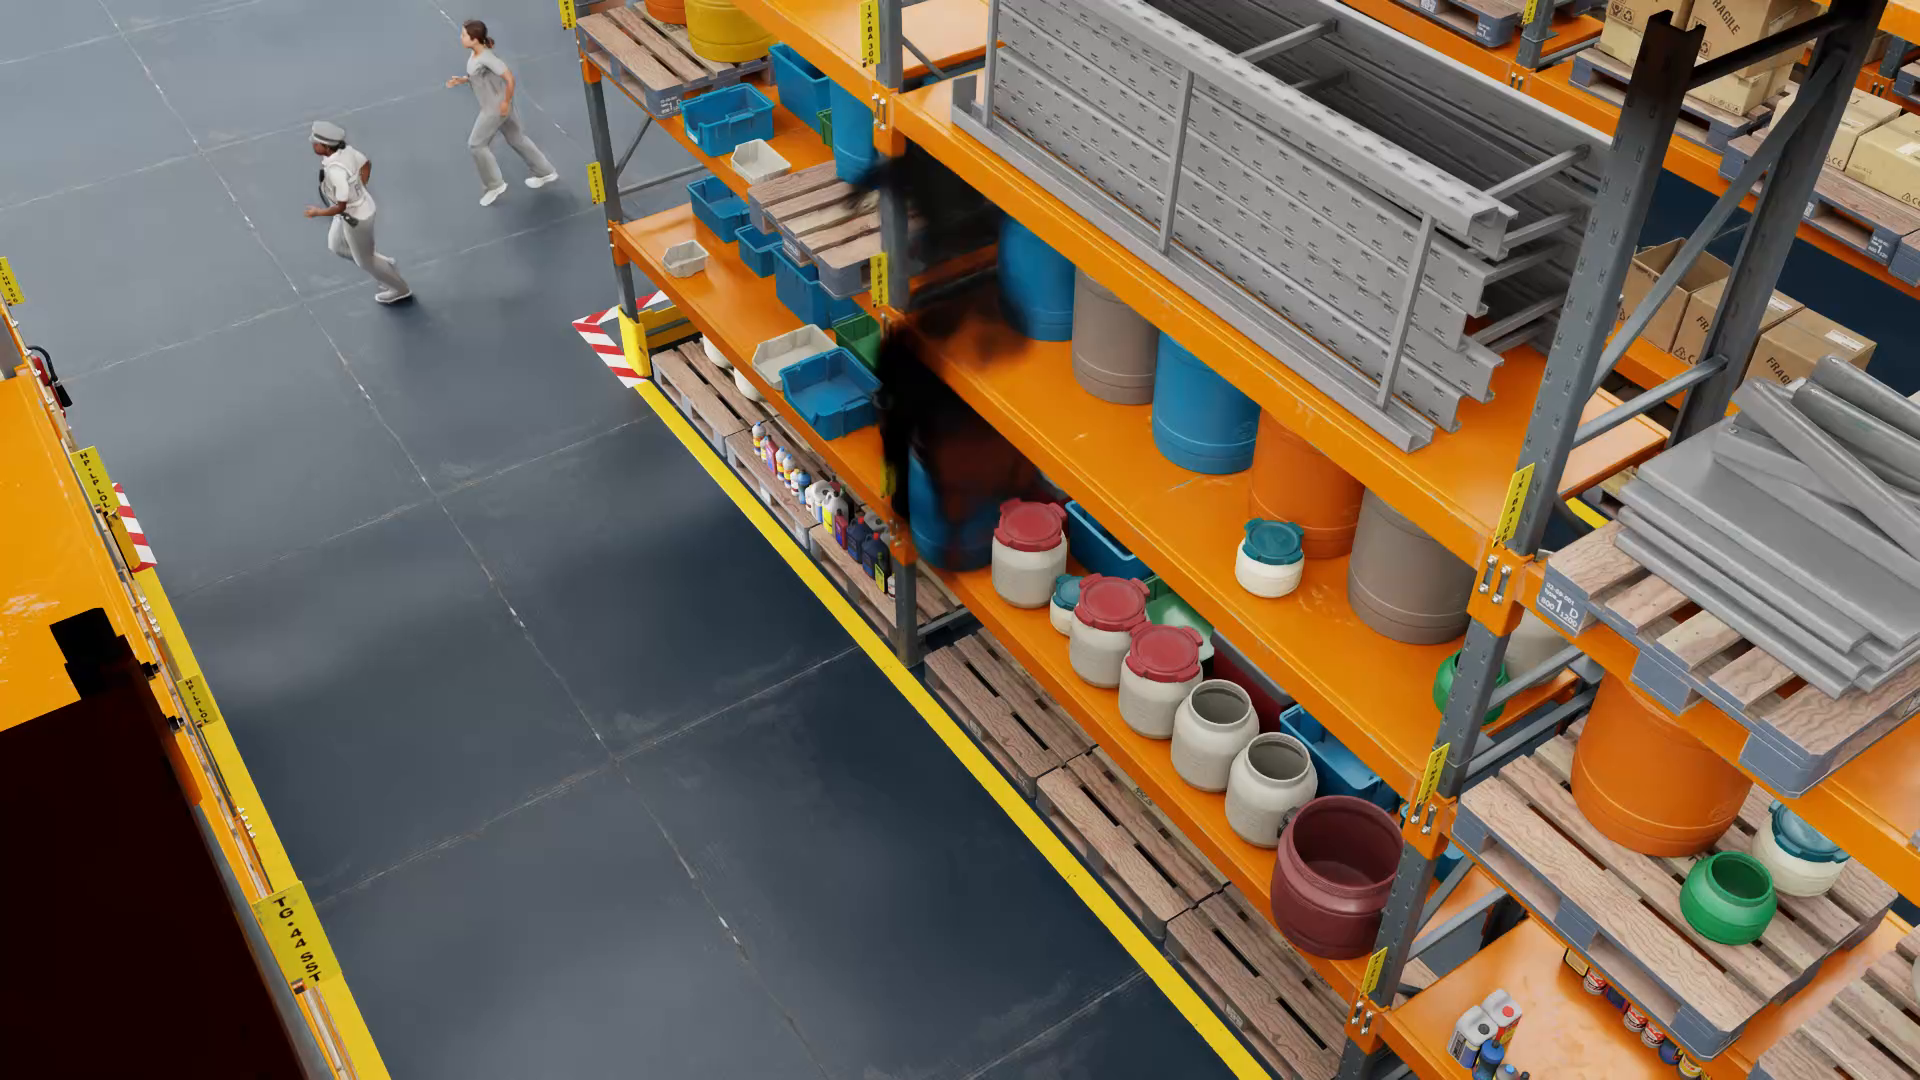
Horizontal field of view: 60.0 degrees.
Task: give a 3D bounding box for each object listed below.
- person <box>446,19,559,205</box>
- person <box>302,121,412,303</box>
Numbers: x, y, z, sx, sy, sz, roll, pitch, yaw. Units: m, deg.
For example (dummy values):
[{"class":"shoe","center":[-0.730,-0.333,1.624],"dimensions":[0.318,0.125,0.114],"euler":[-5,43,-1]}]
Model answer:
[{"class":"person","center":[-4.059,-3.772,14.636],"dimensions":[0.809,1.710,0.507],"euler":[-5,43,-6]},{"class":"person","center":[-4.934,-2.626,13.389],"dimensions":[0.652,1.642,0.557],"euler":[-9,43,-10]}]
